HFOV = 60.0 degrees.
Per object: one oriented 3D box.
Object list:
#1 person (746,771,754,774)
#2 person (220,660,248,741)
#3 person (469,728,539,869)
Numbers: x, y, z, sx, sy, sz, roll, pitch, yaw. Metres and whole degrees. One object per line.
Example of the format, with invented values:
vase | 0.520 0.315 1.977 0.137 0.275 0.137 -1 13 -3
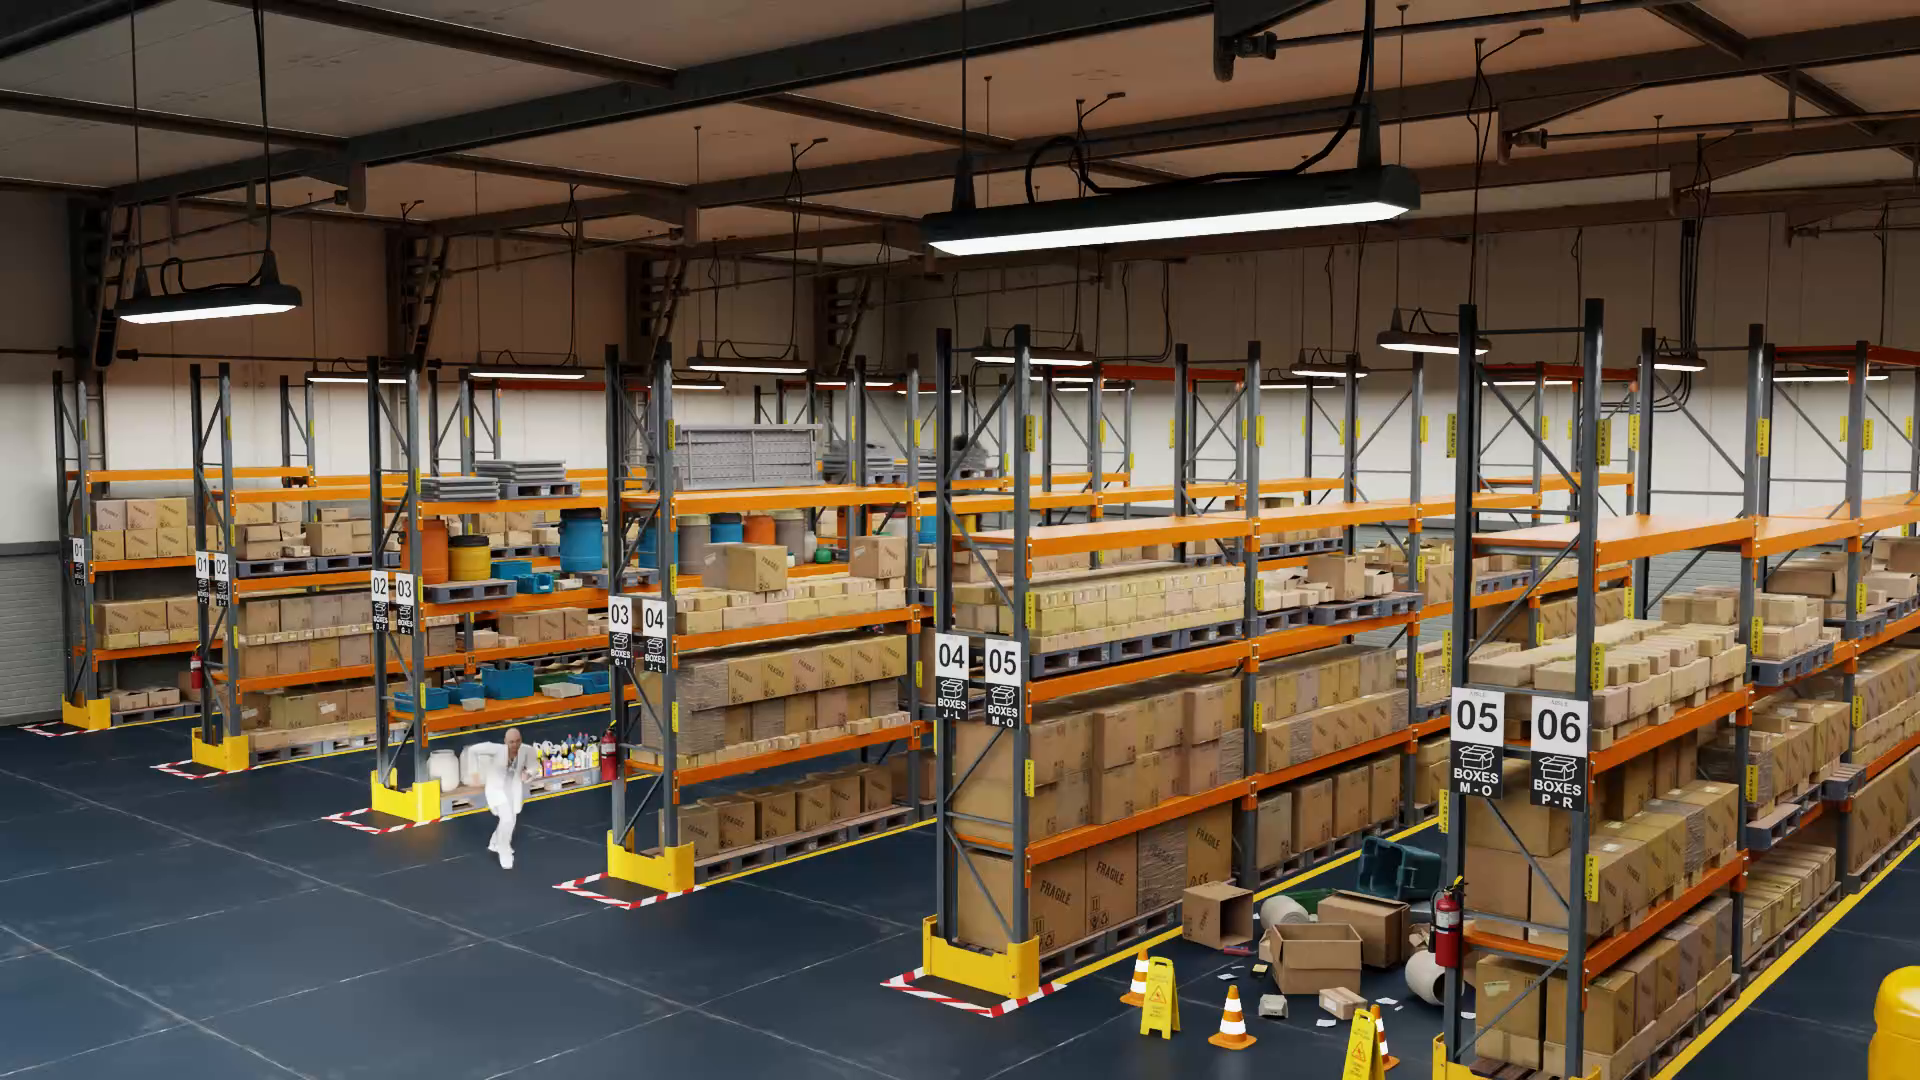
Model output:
person | -3.042 2.611 24.400 0.619 1.607 0.581 0 4 6
person | -11.729 2.423 26.958 0.542 1.569 0.826 2 4 24
person | -5.286 2.973 19.226 0.745 1.692 1.054 -3 5 -33
